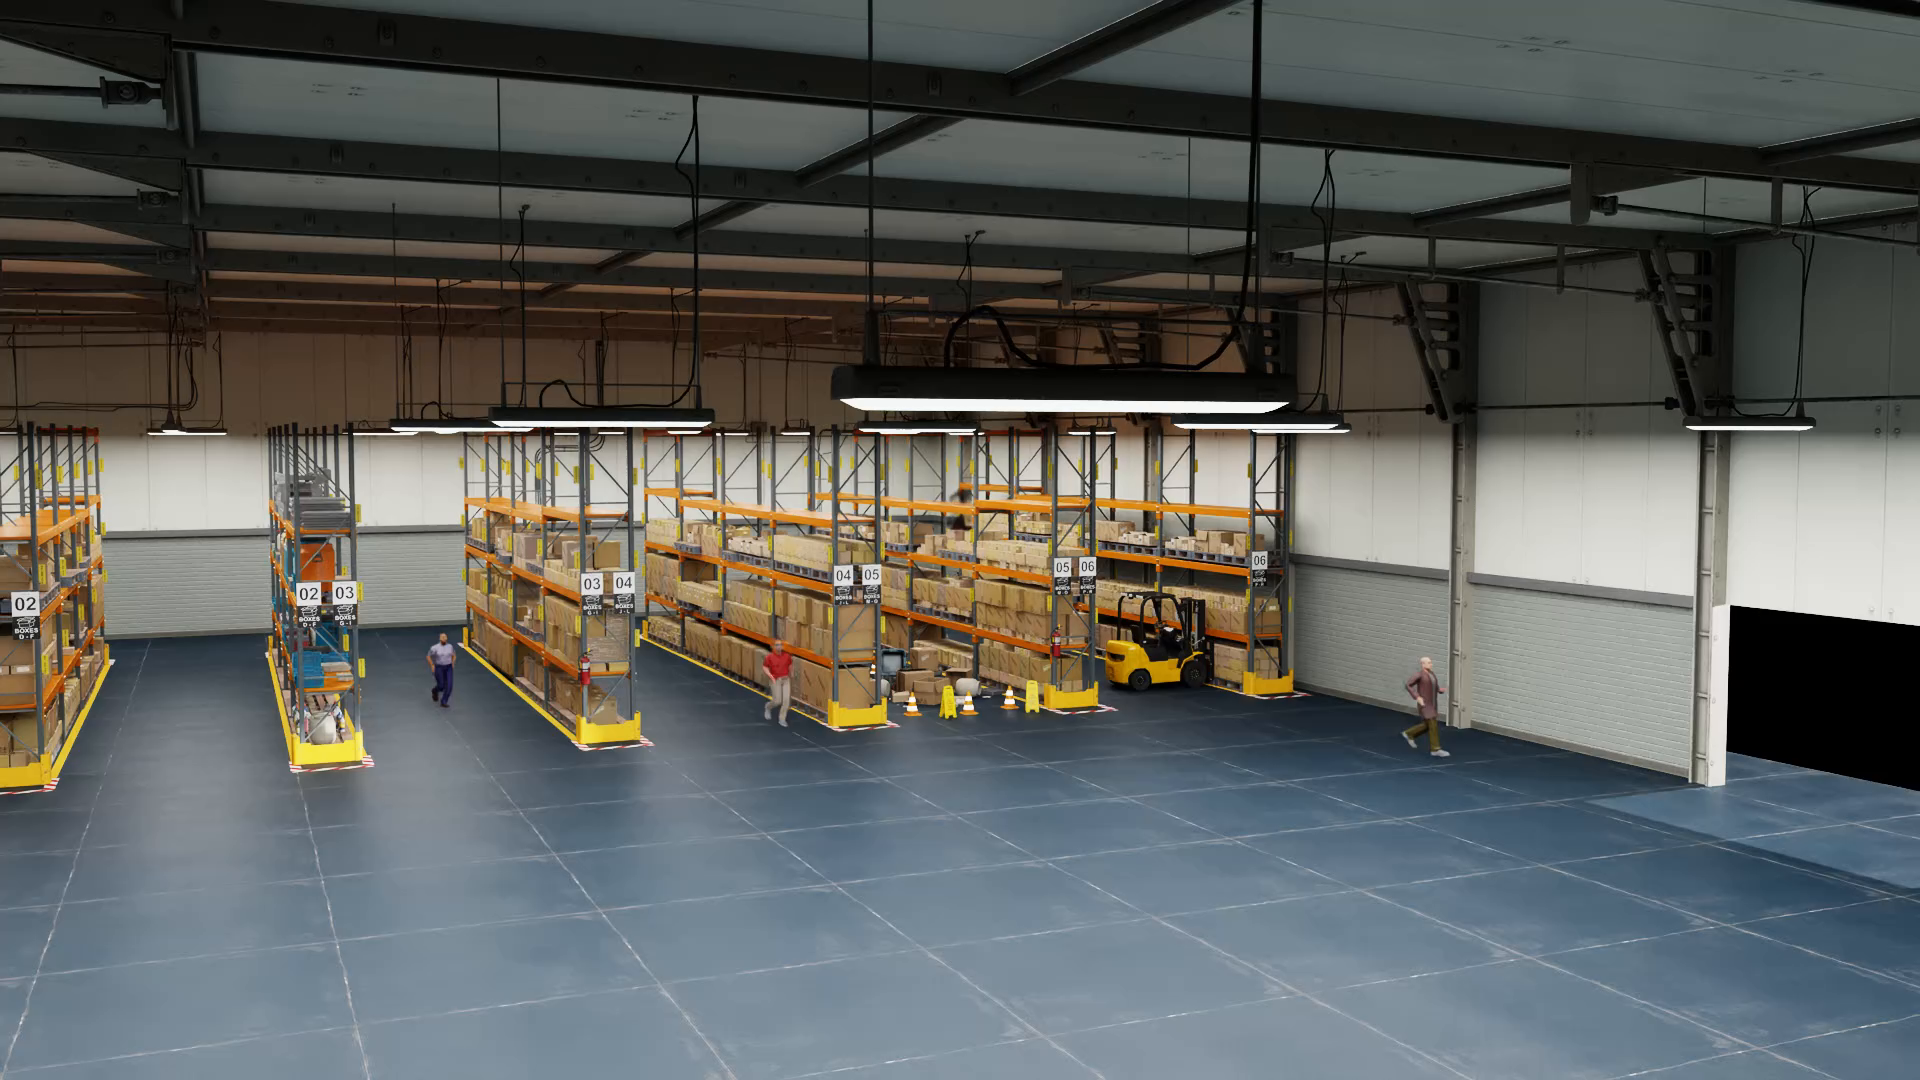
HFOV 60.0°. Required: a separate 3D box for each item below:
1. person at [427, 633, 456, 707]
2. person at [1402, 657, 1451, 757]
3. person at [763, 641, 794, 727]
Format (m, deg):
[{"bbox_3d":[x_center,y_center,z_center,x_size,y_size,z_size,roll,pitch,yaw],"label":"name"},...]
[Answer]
[{"bbox_3d":[-10.996,2.766,35.374,0.593,1.593,0.551,-3,4,-39],"label":"person"},{"bbox_3d":[8.416,2.989,30.028,0.713,1.752,1.036,-3,5,-44],"label":"person"},{"bbox_3d":[-3.610,2.856,33.321,0.648,1.696,0.675,-2,4,-26],"label":"person"}]
